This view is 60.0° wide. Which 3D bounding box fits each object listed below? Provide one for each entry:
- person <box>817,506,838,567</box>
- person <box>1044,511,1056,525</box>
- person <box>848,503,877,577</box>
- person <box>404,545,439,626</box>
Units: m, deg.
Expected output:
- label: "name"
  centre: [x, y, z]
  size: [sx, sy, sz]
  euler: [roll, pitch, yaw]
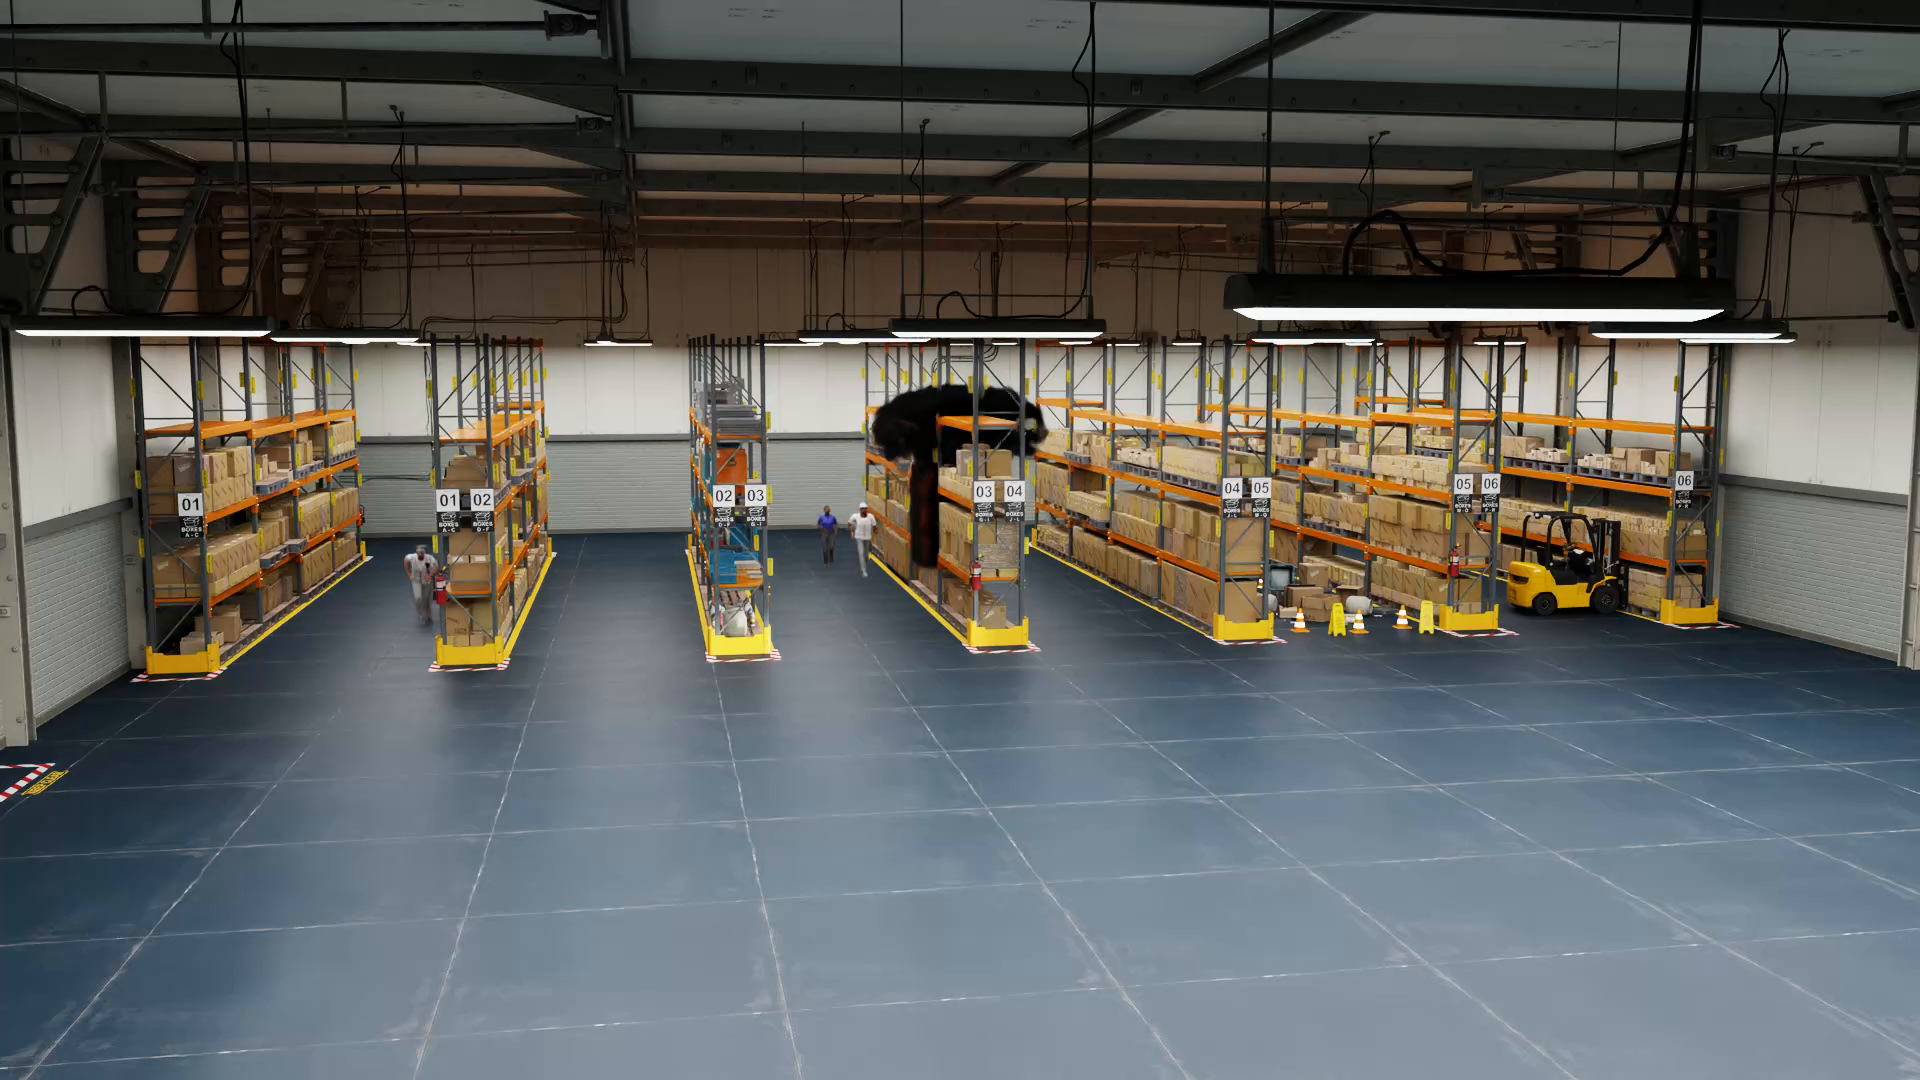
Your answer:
- label: "person"
  centre: [-3.469, -0.092, 43.770]
  size: [0.562, 1.618, 0.562]
  euler: [-1, 7, -10]
- label: "person"
  centre: [2.798, -0.762, 49.670]
  size: [0.643, 1.659, 0.655]
  euler: [1, 7, 6]
- label: "person"
  centre: [-2.349, -0.031, 40.222]
  size: [0.679, 1.774, 0.837]
  euler: [-2, 7, -15]
- label: "person"
  centre: [-11.301, 0.924, 34.970]
  size: [0.705, 1.717, 0.991]
  euler: [-1, 7, -11]
